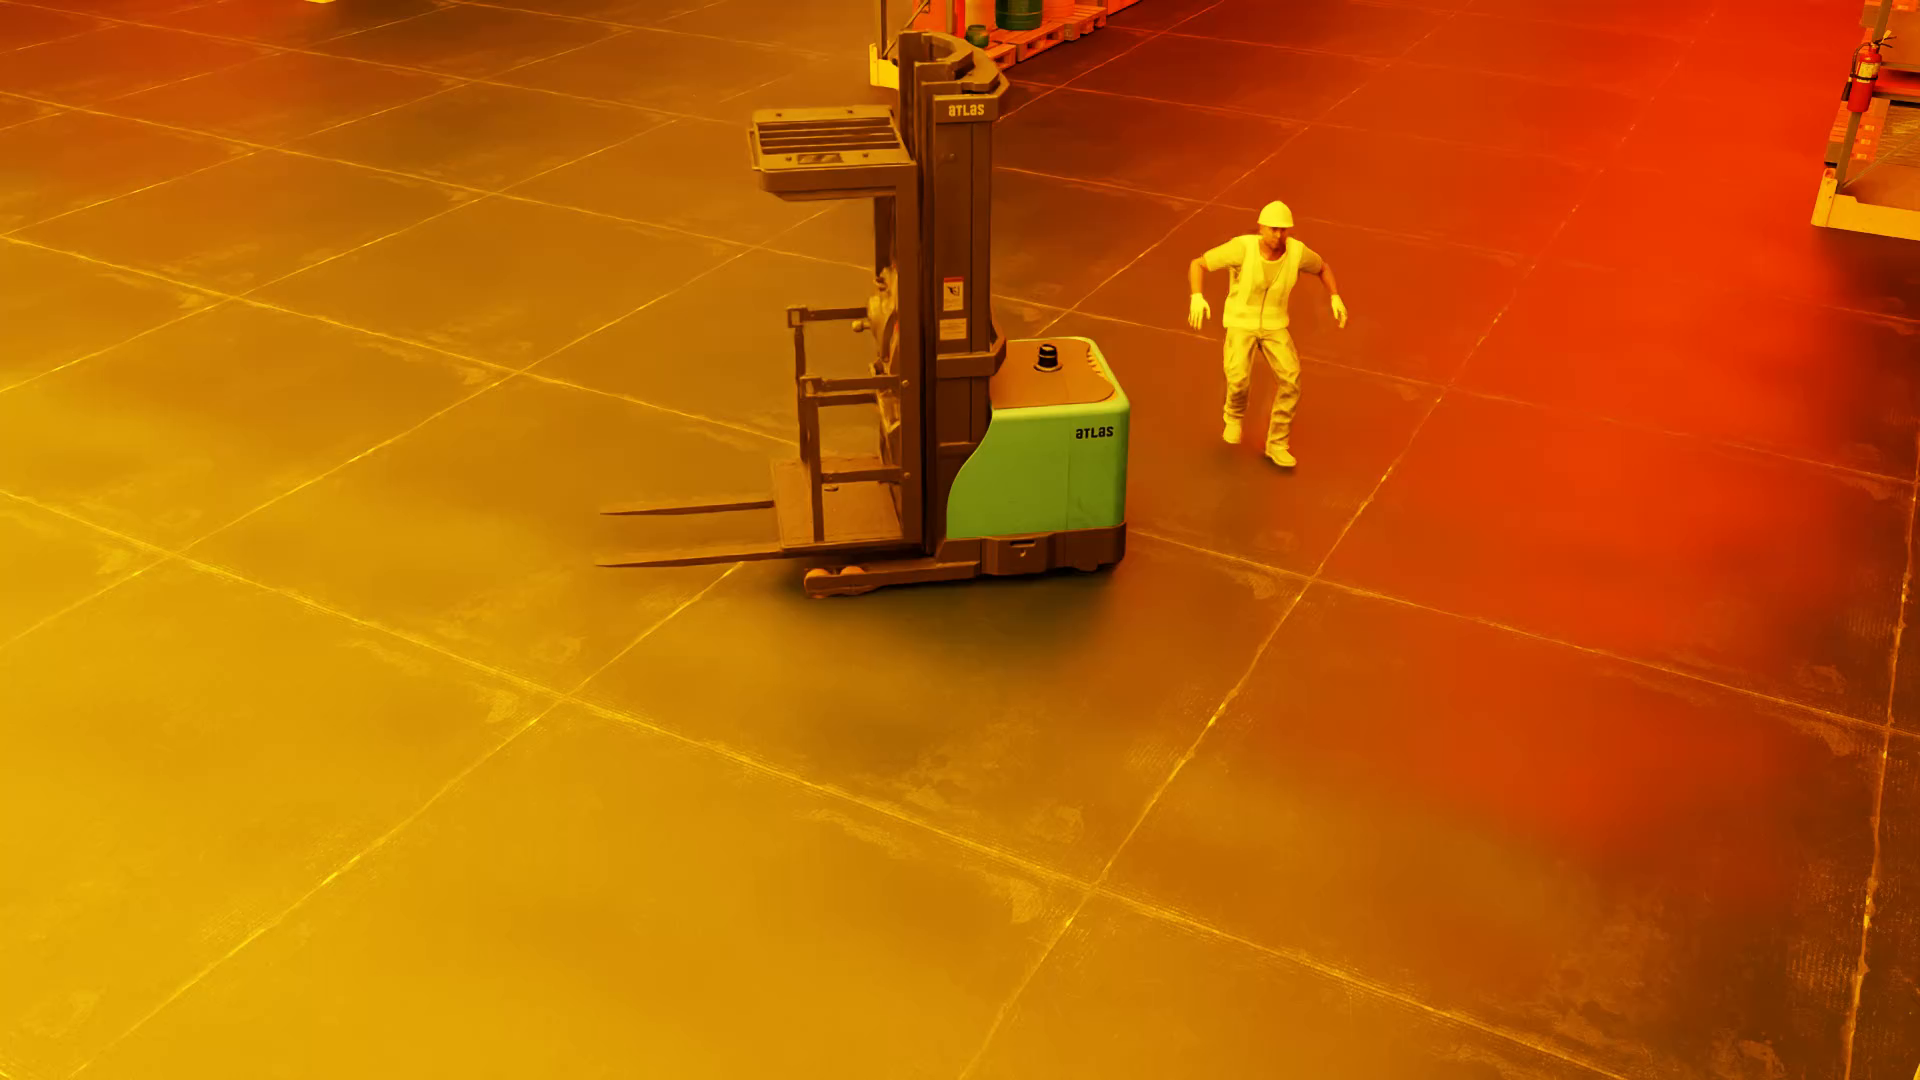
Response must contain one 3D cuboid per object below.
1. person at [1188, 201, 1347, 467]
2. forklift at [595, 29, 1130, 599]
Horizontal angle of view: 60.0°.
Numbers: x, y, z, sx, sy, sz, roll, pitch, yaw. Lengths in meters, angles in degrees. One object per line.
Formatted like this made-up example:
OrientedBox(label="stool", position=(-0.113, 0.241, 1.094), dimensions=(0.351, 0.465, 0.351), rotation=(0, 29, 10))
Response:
OrientedBox(label="person", position=(1.972, -1.322, 10.638), dimensions=(1.053, 1.671, 0.694), rotation=(-2, 30, -3))
OrientedBox(label="forklift", position=(-0.603, -1.220, 9.184), dimensions=(3.031, 2.935, 1.130), rotation=(-5, 30, -8))
